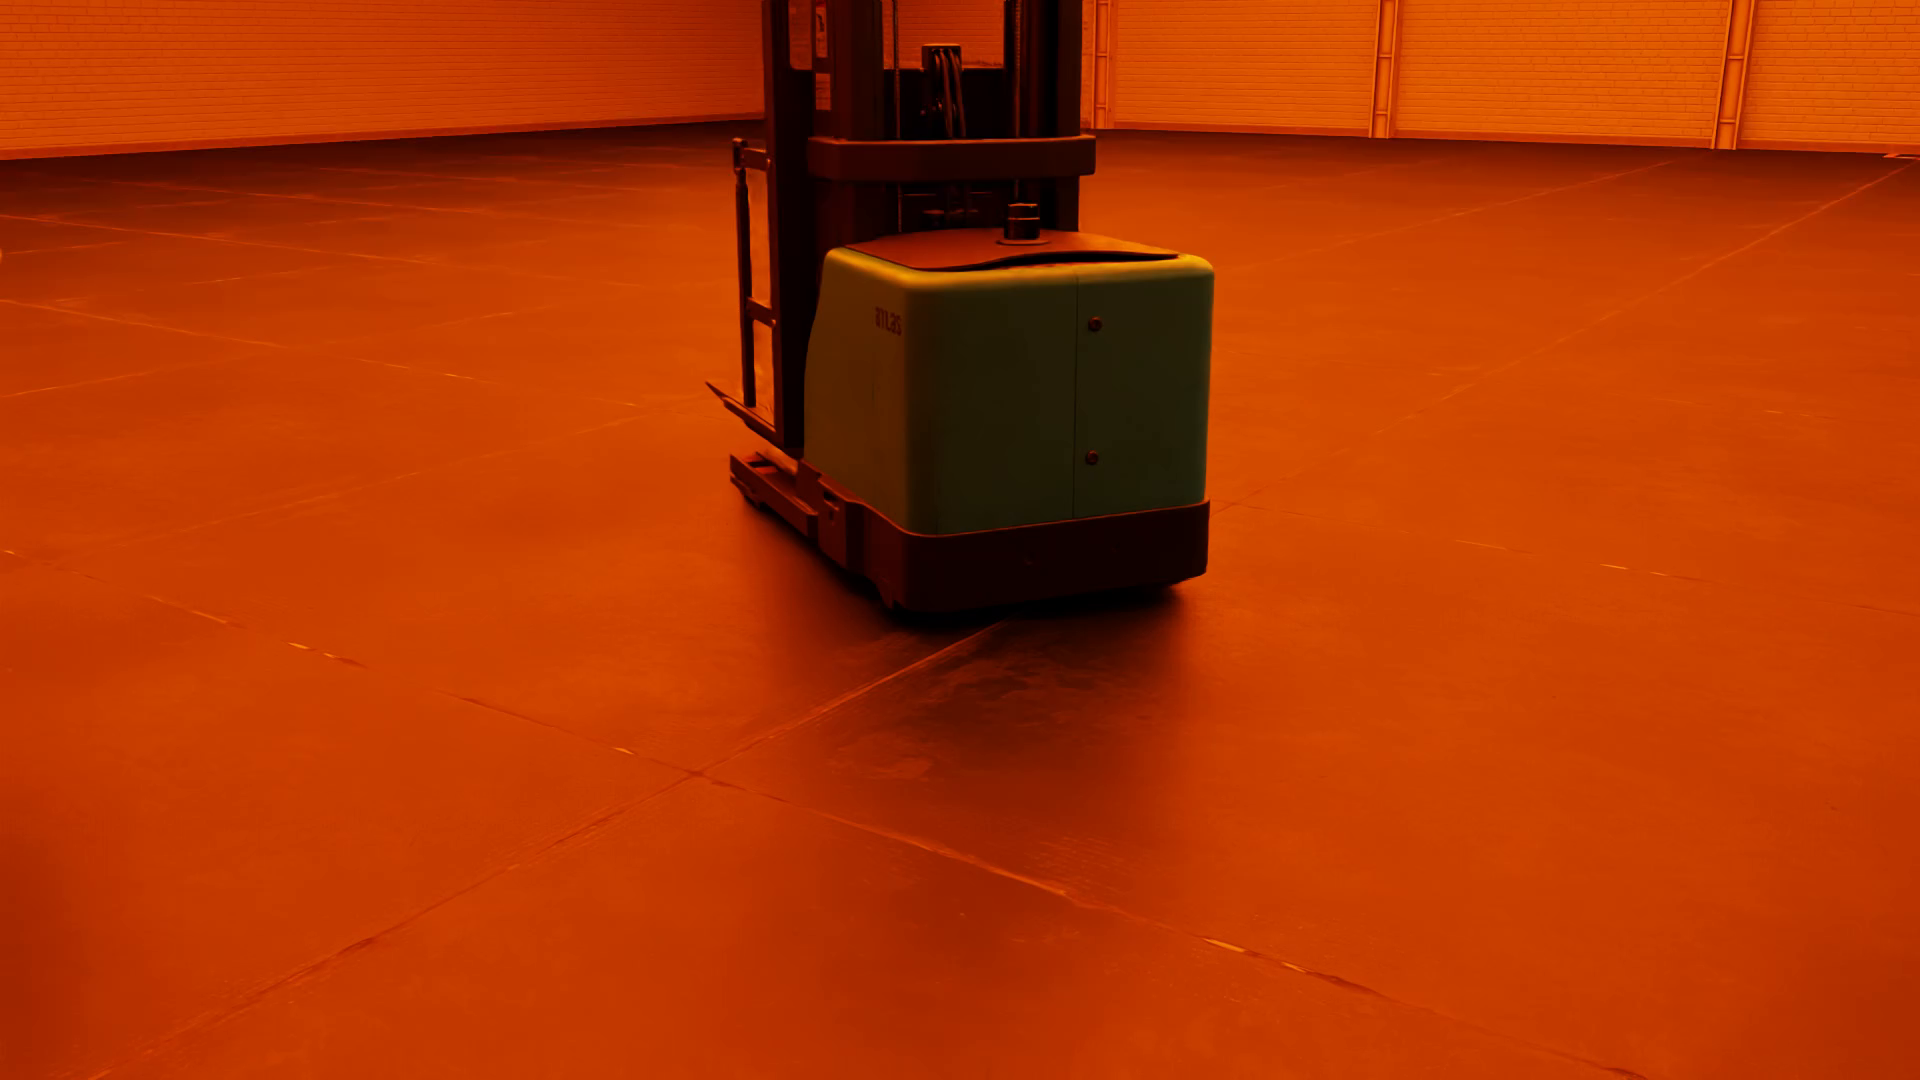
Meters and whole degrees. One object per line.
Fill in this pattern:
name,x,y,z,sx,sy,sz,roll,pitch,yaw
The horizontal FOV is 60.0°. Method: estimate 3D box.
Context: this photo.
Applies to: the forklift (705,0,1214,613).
forklift,-0.253,-1.564,6.064,1.130,2.935,3.031,-7,18,-22
